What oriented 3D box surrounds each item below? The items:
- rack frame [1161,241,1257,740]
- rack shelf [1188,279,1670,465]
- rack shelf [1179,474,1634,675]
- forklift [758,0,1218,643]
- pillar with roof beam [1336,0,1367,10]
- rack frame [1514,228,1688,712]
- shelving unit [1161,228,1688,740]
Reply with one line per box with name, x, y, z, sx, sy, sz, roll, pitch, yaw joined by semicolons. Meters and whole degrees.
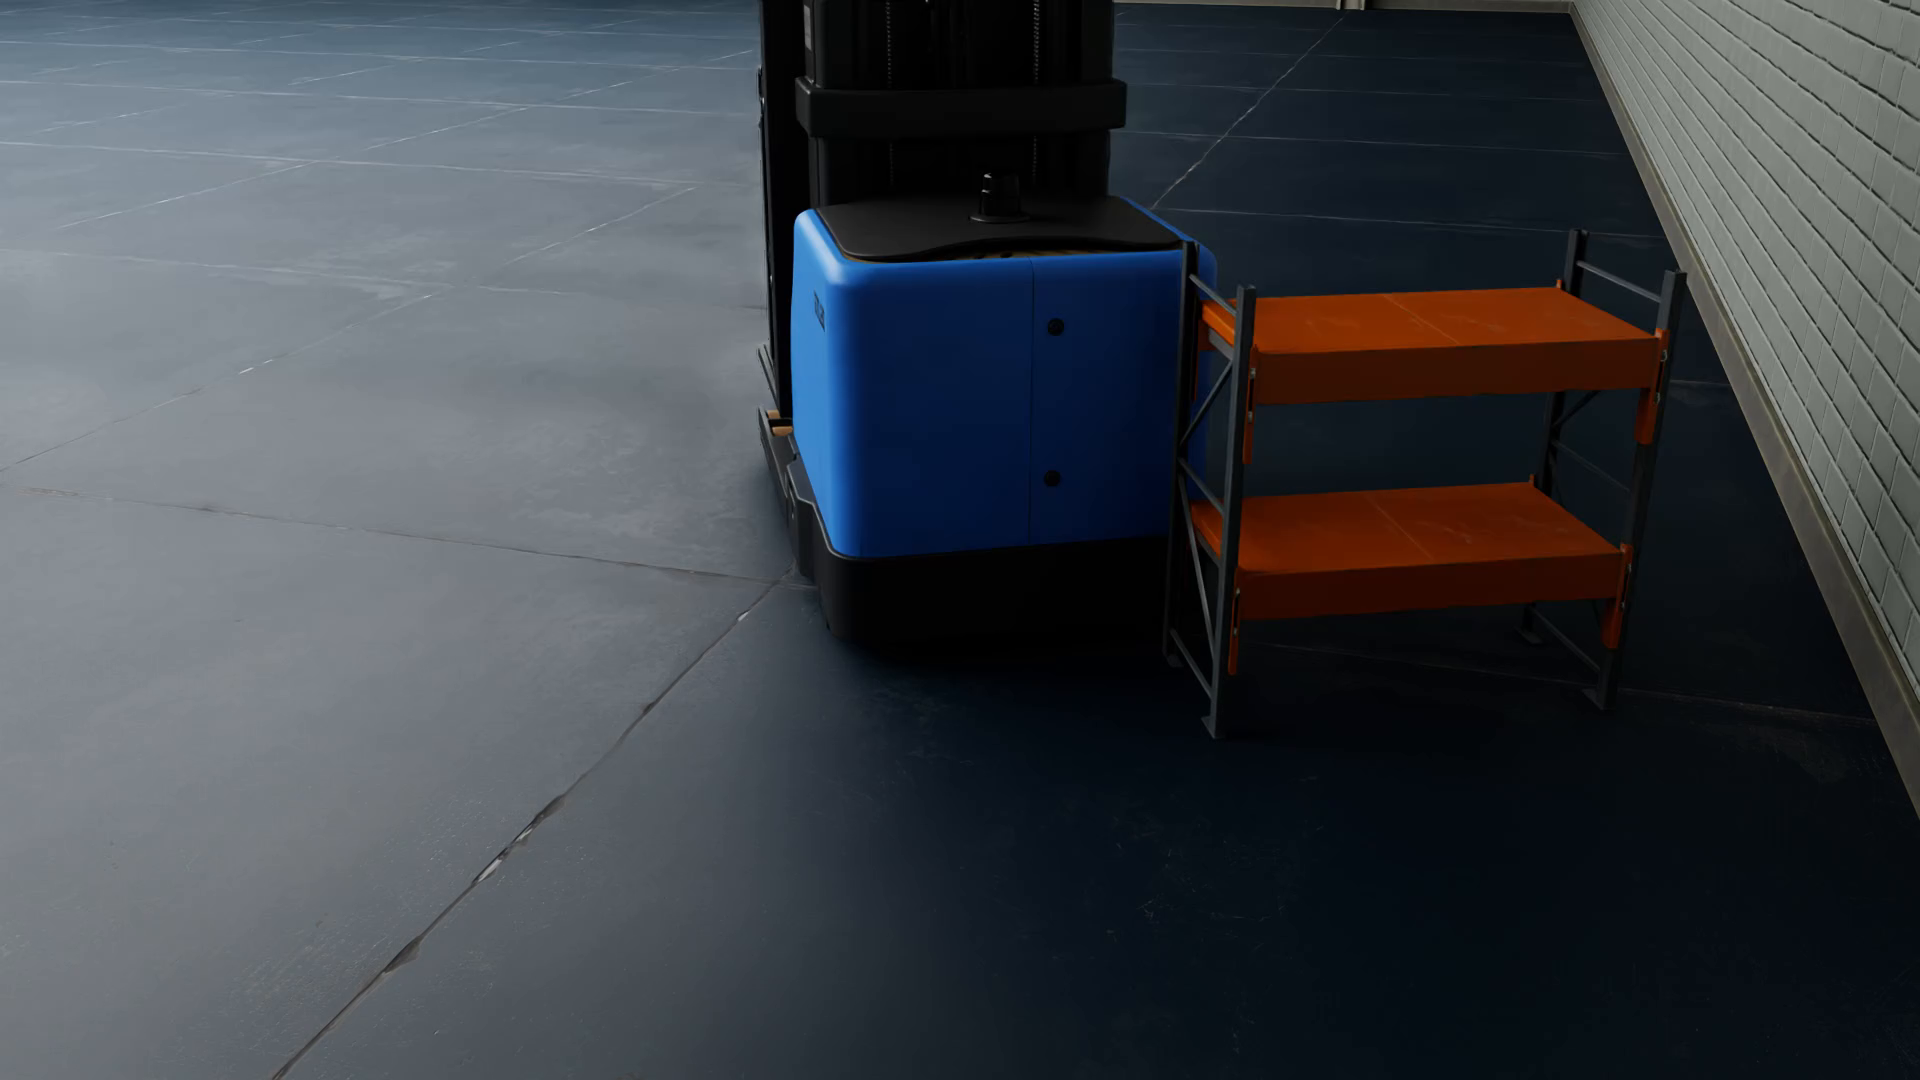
rack frame;0.601;-0.124;4.091;0.032;1.125;0.500;-3;23;-8
rack shelf;1.104;-0.423;4.048;1.000;0.278;0.538;-3;23;-8
rack shelf;1.104;0.074;4.252;1.000;0.278;0.538;-3;23;-8
forklift;-0.115;-1.610;5.333;1.130;2.935;3.031;-4;23;-11
pillar with roof beam;4.365;-10.217;18.321;0.400;9.000;9.100;7;23;16
rack frame;1.607;-0.181;4.228;0.032;1.125;0.500;-3;23;-8
shelving unit;1.104;-0.152;4.159;1.048;1.125;0.538;-3;23;-8
